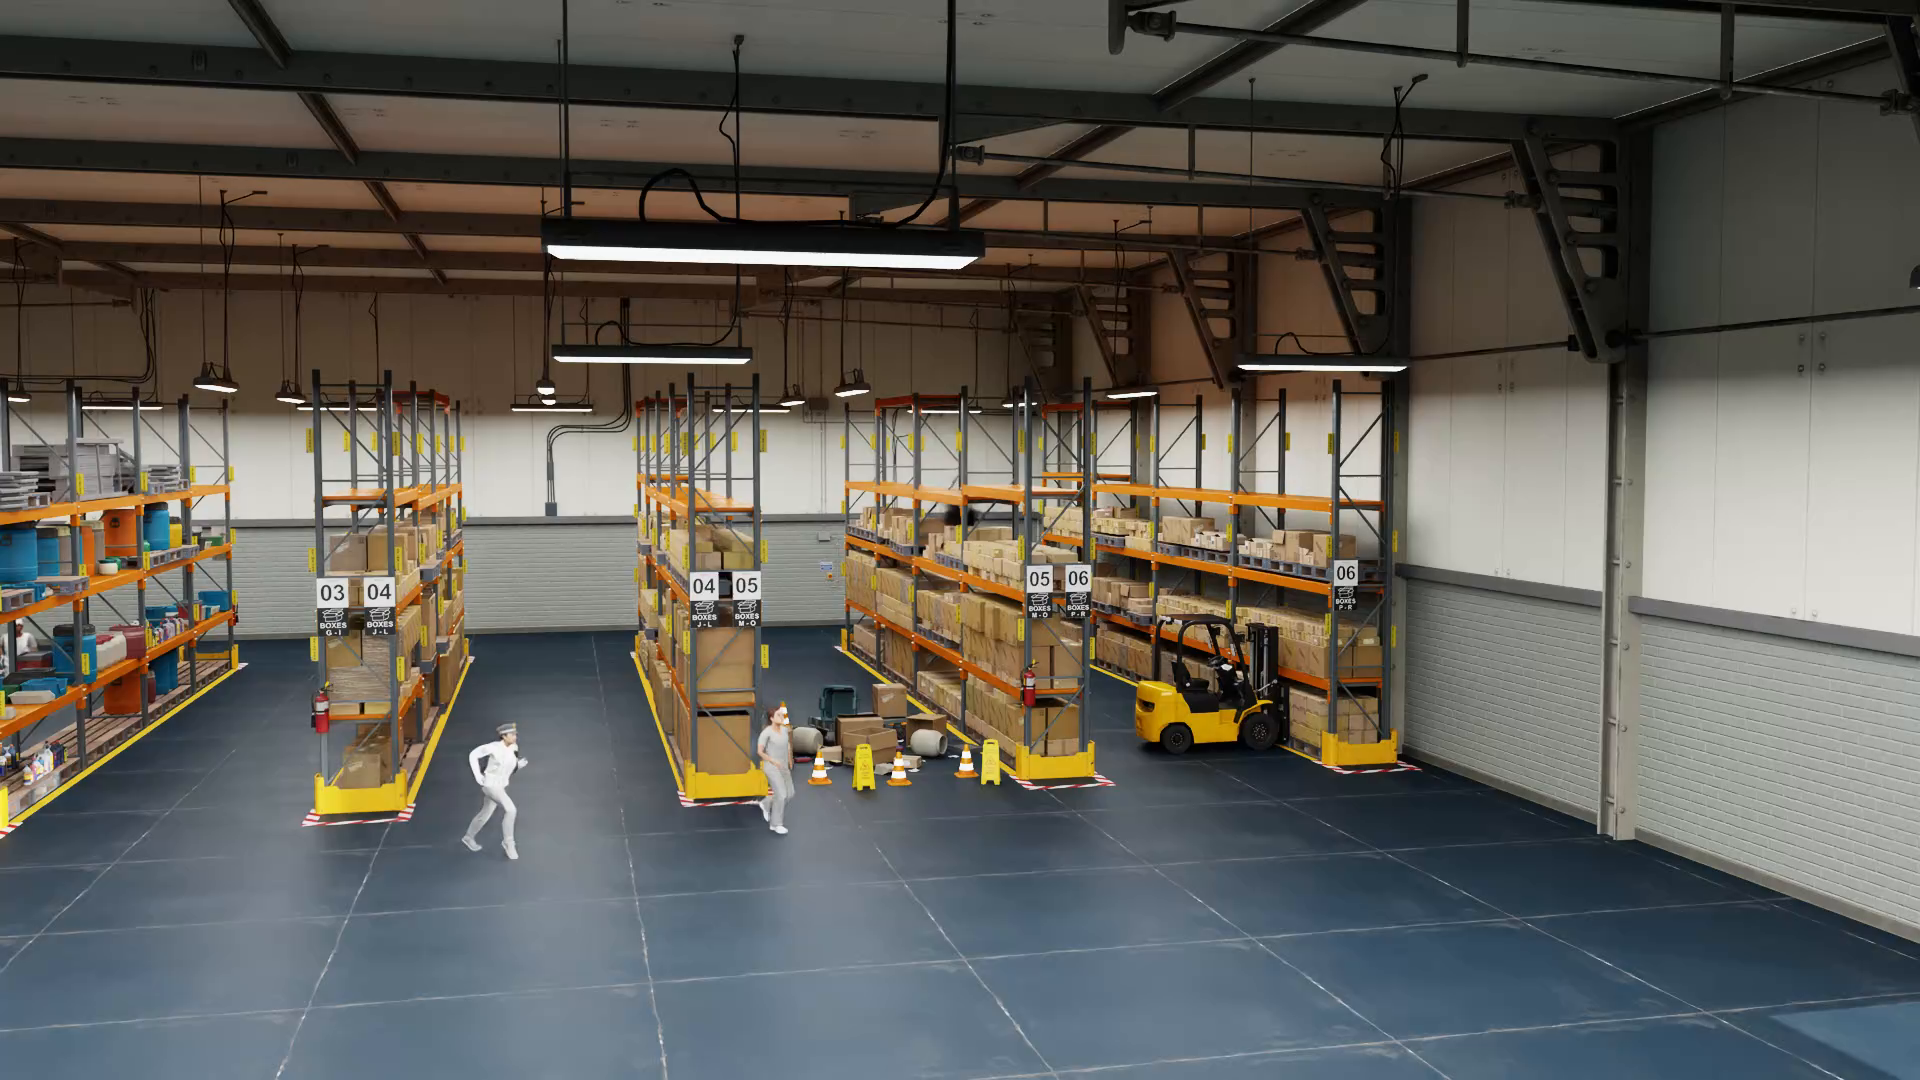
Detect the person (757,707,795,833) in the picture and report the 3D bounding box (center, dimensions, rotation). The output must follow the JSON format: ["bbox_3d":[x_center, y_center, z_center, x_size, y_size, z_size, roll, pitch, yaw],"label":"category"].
[{"bbox_3d":[-2.408,2.953,21.467,0.604,1.616,0.589,2,4,37],"label":"person"}]

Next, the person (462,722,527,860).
[{"bbox_3d":[-5.667,3.022,20.147,0.918,1.672,0.619,1,3,18],"label":"person"}]

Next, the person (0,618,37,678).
[{"bbox_3d":[-17.338,2.352,30.599,0.656,1.842,0.783,-2,4,-25],"label":"person"}]
